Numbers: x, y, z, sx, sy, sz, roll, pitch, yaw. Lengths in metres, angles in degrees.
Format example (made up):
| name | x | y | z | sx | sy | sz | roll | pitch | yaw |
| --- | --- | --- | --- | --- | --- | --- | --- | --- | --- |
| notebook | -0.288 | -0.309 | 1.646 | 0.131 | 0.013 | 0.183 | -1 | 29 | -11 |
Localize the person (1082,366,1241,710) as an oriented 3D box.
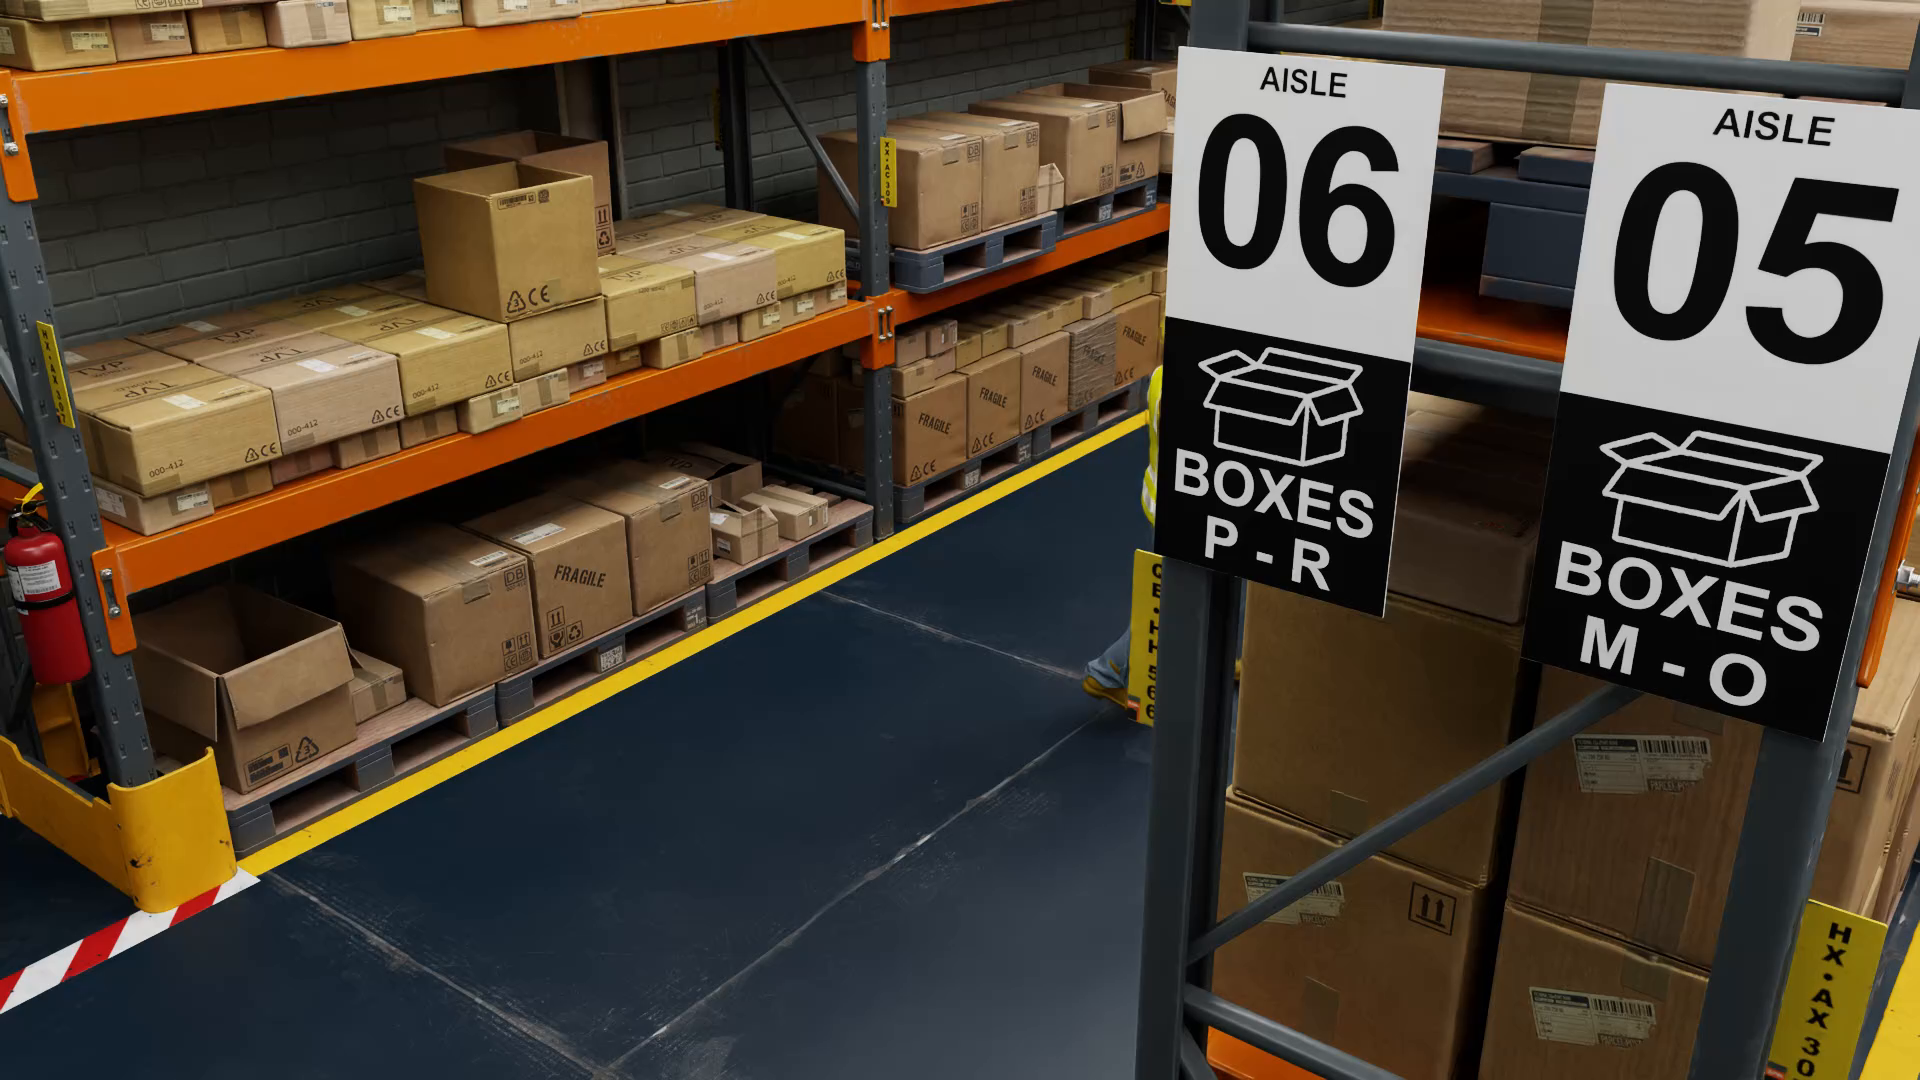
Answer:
| name | x | y | z | sx | sy | sz | roll | pitch | yaw |
| --- | --- | --- | --- | --- | --- | --- | --- | --- | --- |
| person | 0.921 | -0.113 | 6.823 | 0.835 | 1.750 | 0.605 | -1 | 23 | -2 |
